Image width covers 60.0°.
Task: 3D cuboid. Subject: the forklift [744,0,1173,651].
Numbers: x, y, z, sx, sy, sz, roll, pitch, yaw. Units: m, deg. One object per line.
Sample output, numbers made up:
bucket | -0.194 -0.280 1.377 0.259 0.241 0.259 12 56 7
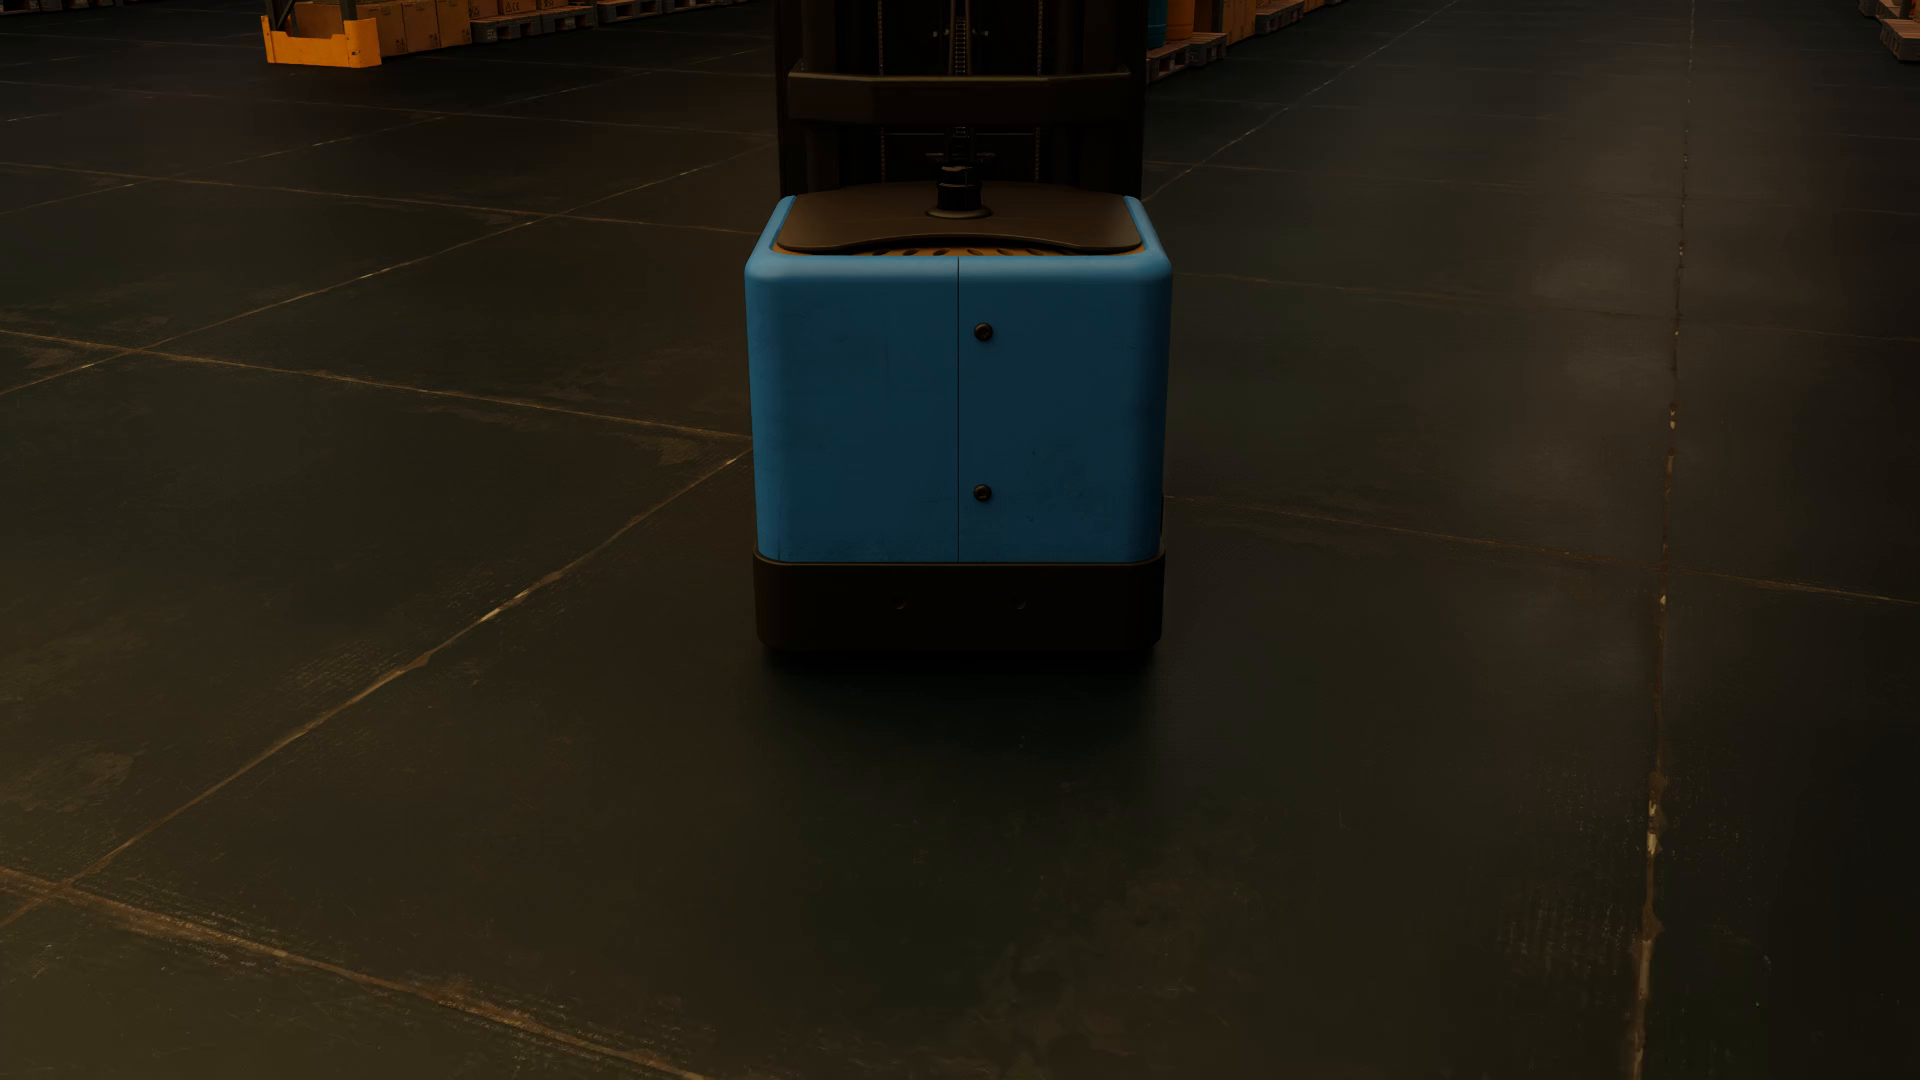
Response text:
forklift | 0.002 -1.587 5.089 1.130 2.935 3.031 0 23 0
